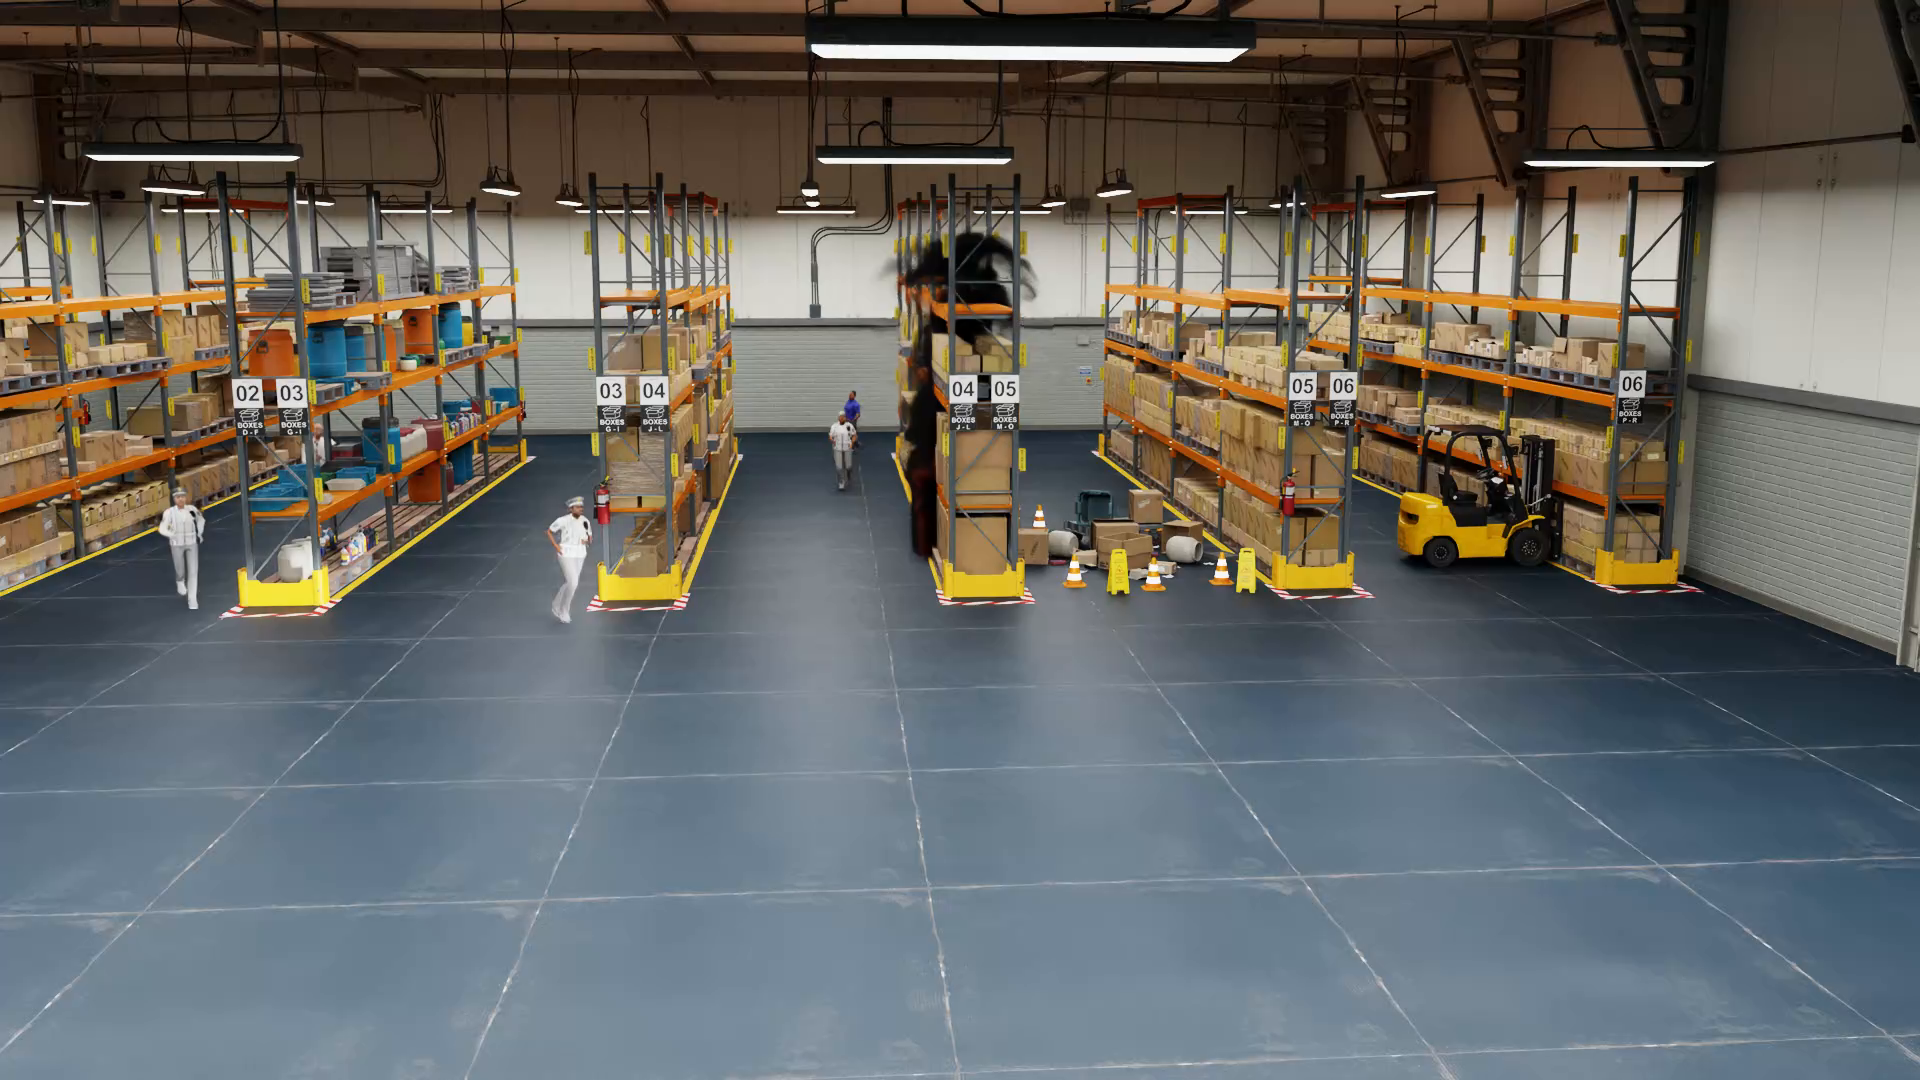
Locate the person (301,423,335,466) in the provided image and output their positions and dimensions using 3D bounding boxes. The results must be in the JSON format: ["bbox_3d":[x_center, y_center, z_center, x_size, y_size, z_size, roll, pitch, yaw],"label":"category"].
[{"bbox_3d":[-11.876,-1.262,30.772,0.683,1.783,0.745,-1,10,-8],"label":"person"}]

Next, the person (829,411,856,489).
[{"bbox_3d":[-2.456,-1.884,34.702,0.564,1.619,0.406,-1,10,-3],"label":"person"}]

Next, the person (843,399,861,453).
[{"bbox_3d":[-2.593,-2.669,39.893,0.574,1.403,0.619,10,14,43],"label":"person"}]

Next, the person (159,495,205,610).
[{"bbox_3d":[-10.895,0.104,23.368,0.618,1.650,0.896,-6,12,-31],"label":"person"}]

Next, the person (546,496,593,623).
[{"bbox_3d":[-5.262,0.258,22.546,0.644,1.734,0.556,9,13,40],"label":"person"}]
